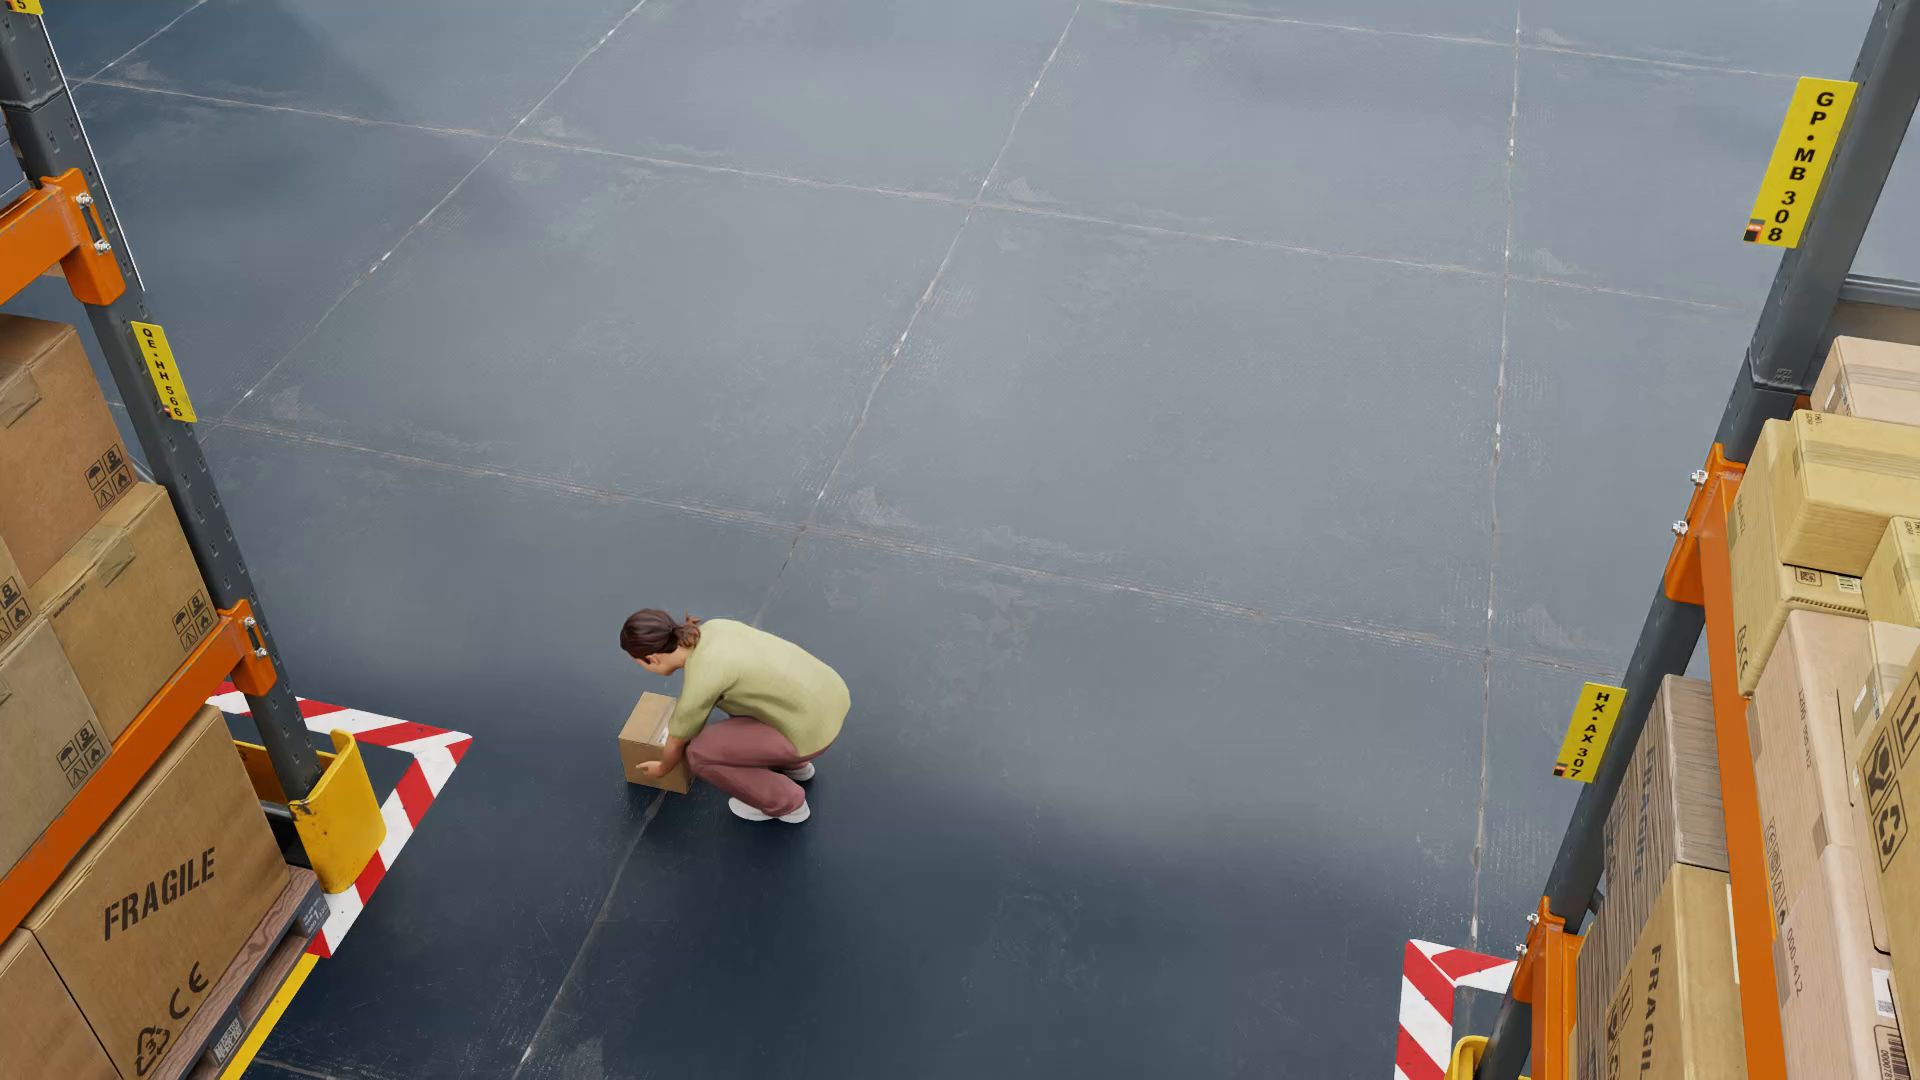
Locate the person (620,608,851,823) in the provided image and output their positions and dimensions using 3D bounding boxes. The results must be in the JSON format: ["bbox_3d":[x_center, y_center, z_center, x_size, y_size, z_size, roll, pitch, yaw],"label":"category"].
[{"bbox_3d":[-0.805,0.621,6.061,0.801,0.873,0.478,10,42,11],"label":"person"}]
